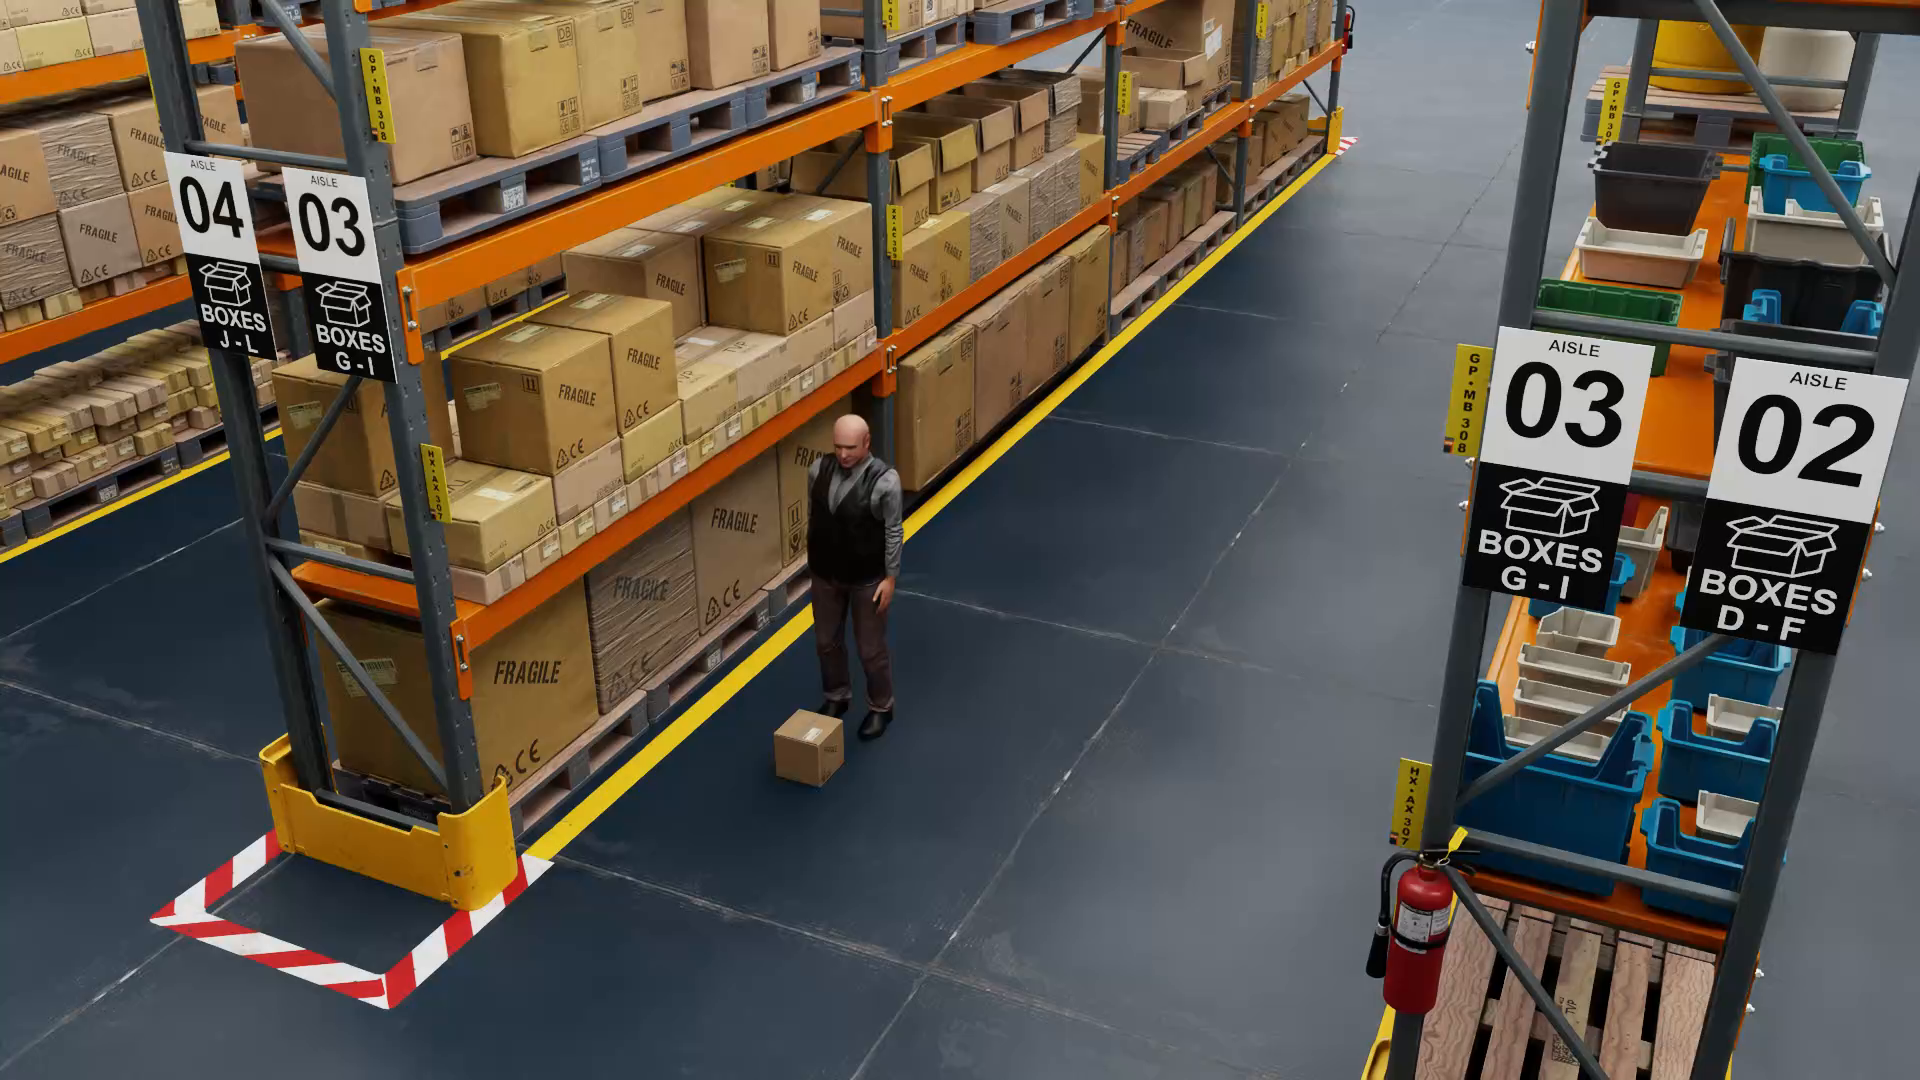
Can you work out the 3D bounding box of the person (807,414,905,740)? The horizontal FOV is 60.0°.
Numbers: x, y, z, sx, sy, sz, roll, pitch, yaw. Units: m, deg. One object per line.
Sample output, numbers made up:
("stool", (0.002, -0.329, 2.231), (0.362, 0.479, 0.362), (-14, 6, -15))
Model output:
("person", (-0.525, 0.228, 8.316), (0.533, 1.600, 0.357), (12, 28, 23))
